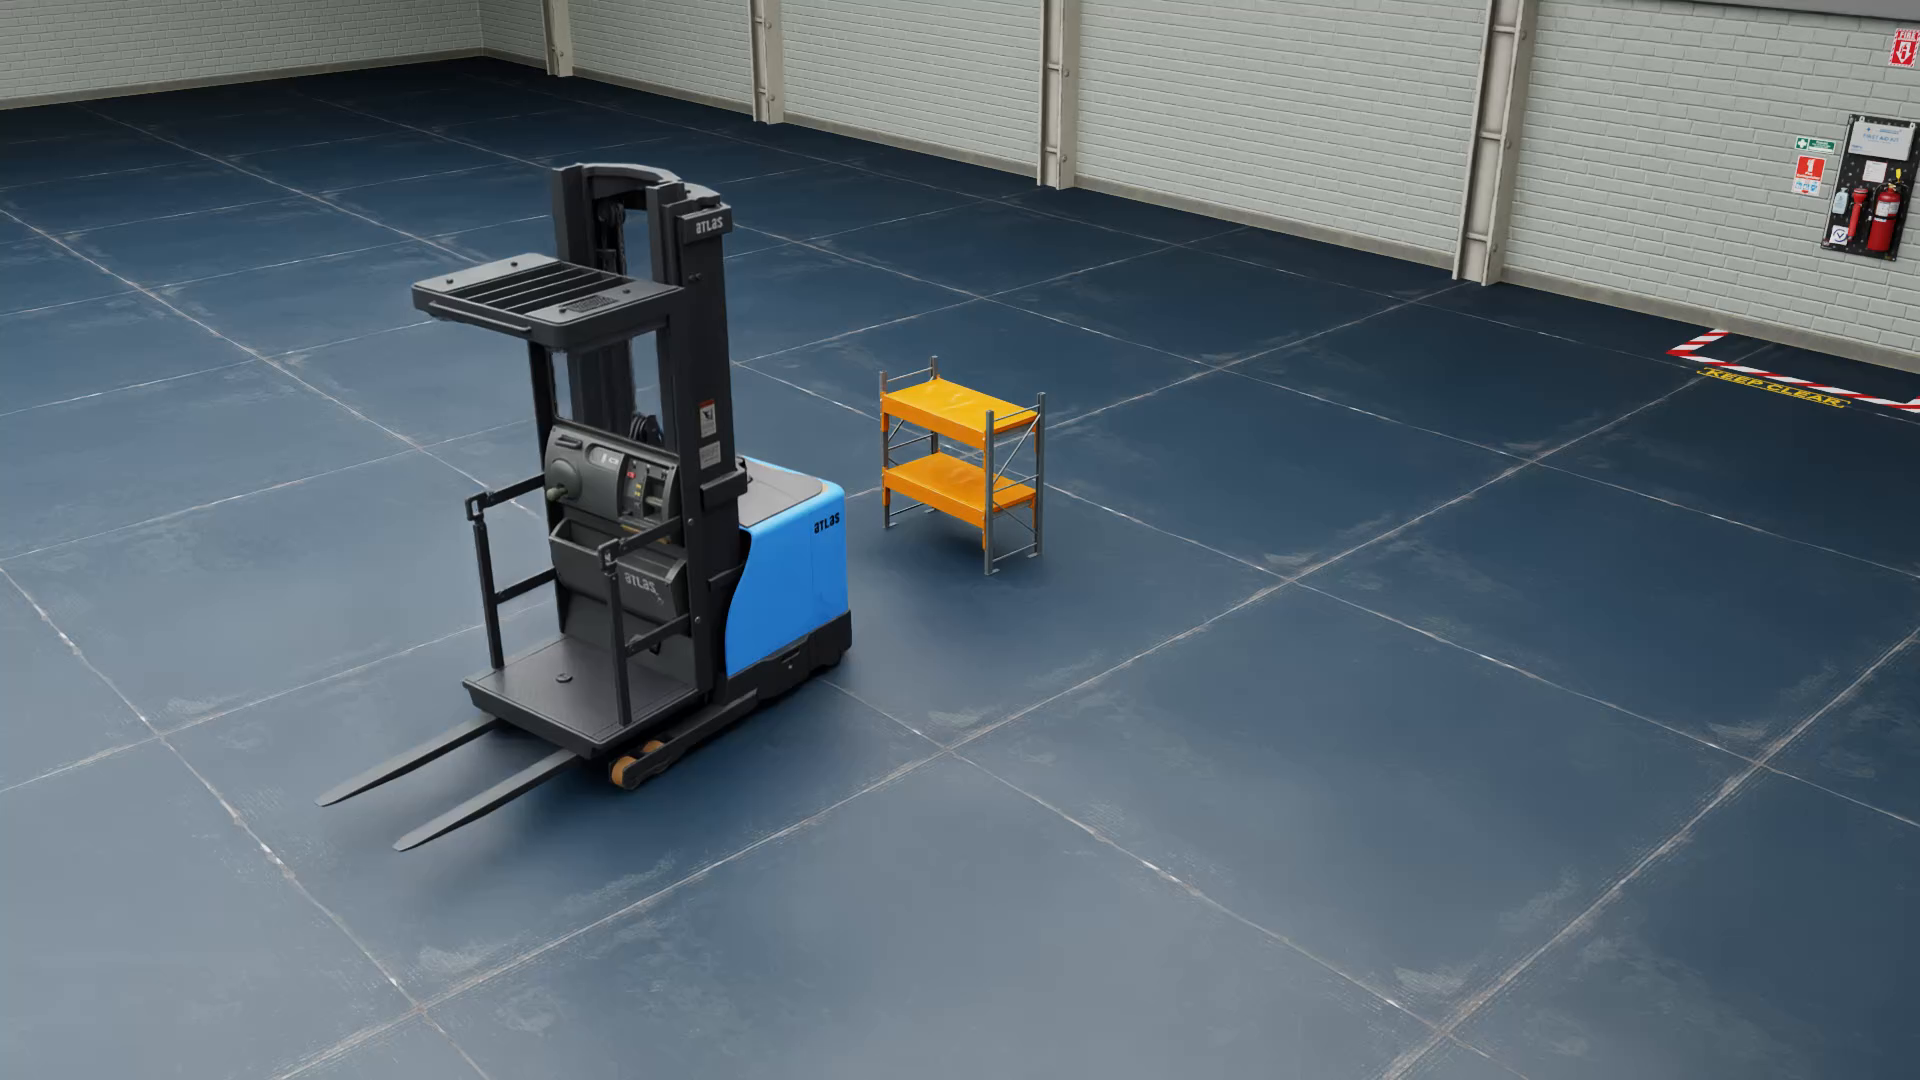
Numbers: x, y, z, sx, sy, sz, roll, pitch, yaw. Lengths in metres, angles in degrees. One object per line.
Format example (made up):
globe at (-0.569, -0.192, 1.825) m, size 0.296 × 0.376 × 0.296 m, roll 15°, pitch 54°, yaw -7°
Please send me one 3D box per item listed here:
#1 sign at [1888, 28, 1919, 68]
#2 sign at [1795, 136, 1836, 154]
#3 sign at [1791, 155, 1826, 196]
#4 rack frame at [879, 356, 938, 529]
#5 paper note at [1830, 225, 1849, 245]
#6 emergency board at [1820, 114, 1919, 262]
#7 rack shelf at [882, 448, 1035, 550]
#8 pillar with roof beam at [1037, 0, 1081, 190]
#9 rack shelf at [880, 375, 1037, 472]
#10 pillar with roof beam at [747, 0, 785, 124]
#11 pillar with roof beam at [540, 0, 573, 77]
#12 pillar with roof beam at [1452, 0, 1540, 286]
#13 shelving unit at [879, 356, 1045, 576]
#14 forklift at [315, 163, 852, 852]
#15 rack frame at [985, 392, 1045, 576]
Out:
sign at (7.830, -4.077, 13.780) m, size 0.001 × 0.298 × 0.199 m, roll -21°, pitch 32°, yaw -38°
sign at (7.457, -3.442, 14.499) m, size 0.001 × 0.109 × 0.331 m, roll -21°, pitch 32°, yaw -38°
sign at (7.460, -3.205, 14.618) m, size 0.001 × 0.329 × 0.234 m, roll -21°, pitch 32°, yaw -38°
rack frame at (-0.343, -0.664, 11.350) m, size 0.500 × 1.125 × 0.032 m, roll -21°, pitch 32°, yaw -38°
paper note at (7.692, -2.664, 14.537) m, size 0.016 × 0.148 × 0.142 m, roll -21°, pitch 32°, yaw -38°
emergency board at (7.763, -2.992, 14.194) m, size 0.194 × 1.169 × 0.643 m, roll -21°, pitch 32°, yaw -38°
rack shelf at (0.005, -0.287, 11.114) m, size 0.538 × 0.278 × 1.000 m, roll -21°, pitch 32°, yaw -38°
pillar with roof beam at (-1.920, -7.376, 16.576) m, size 9.100 × 9.000 × 0.400 m, roll -21°, pitch 32°, yaw -38°
rack shelf at (0.005, -0.776, 10.891) m, size 0.538 × 0.278 × 1.000 m, roll -21°, pitch 32°, yaw -38°
pillar with roof beam at (-6.021, -9.194, 20.561) m, size 9.100 × 9.000 × 0.400 m, roll -21°, pitch 32°, yaw -38°
pillar with roof beam at (-10.122, -11.012, 24.546) m, size 9.100 × 9.000 × 0.400 m, roll -21°, pitch 32°, yaw -38°
pillar with roof beam at (2.181, -5.558, 12.592) m, size 9.100 × 9.000 × 0.400 m, roll -21°, pitch 32°, yaw -38°
shelving unit at (0.005, -0.510, 11.012) m, size 0.538 × 1.125 × 1.048 m, roll -21°, pitch 32°, yaw -38°
forklift at (-1.918, -0.293, 8.362) m, size 1.130 × 2.935 × 3.031 m, roll 17°, pitch 30°, yaw 33°
rack frame at (0.352, -0.356, 10.674) m, size 0.500 × 1.125 × 0.032 m, roll -21°, pitch 32°, yaw -38°
